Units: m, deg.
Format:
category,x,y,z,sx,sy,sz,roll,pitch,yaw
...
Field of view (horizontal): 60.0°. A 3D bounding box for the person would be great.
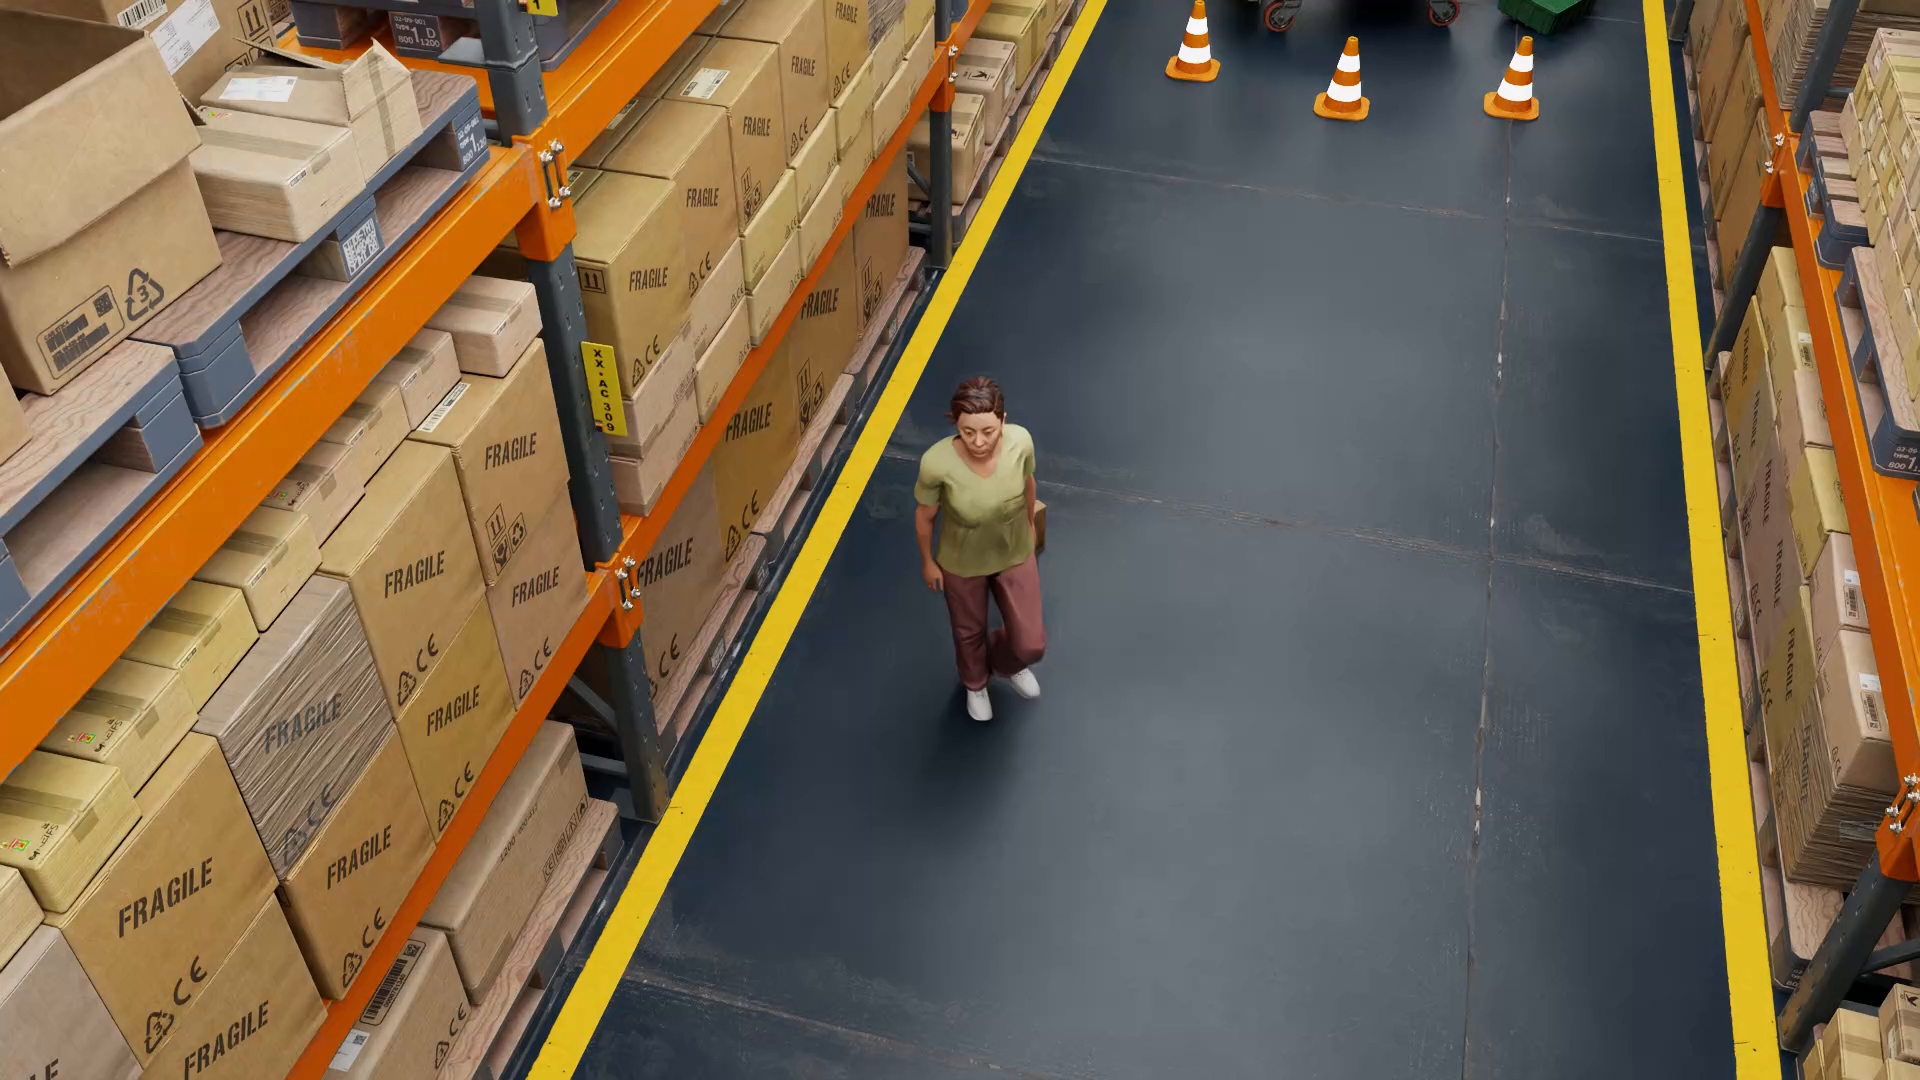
category,x,y,z,sx,sy,sz,roll,pitch,yaw
person,0.080,0.061,6.069,0.495,1.655,0.470,-8,42,-9
